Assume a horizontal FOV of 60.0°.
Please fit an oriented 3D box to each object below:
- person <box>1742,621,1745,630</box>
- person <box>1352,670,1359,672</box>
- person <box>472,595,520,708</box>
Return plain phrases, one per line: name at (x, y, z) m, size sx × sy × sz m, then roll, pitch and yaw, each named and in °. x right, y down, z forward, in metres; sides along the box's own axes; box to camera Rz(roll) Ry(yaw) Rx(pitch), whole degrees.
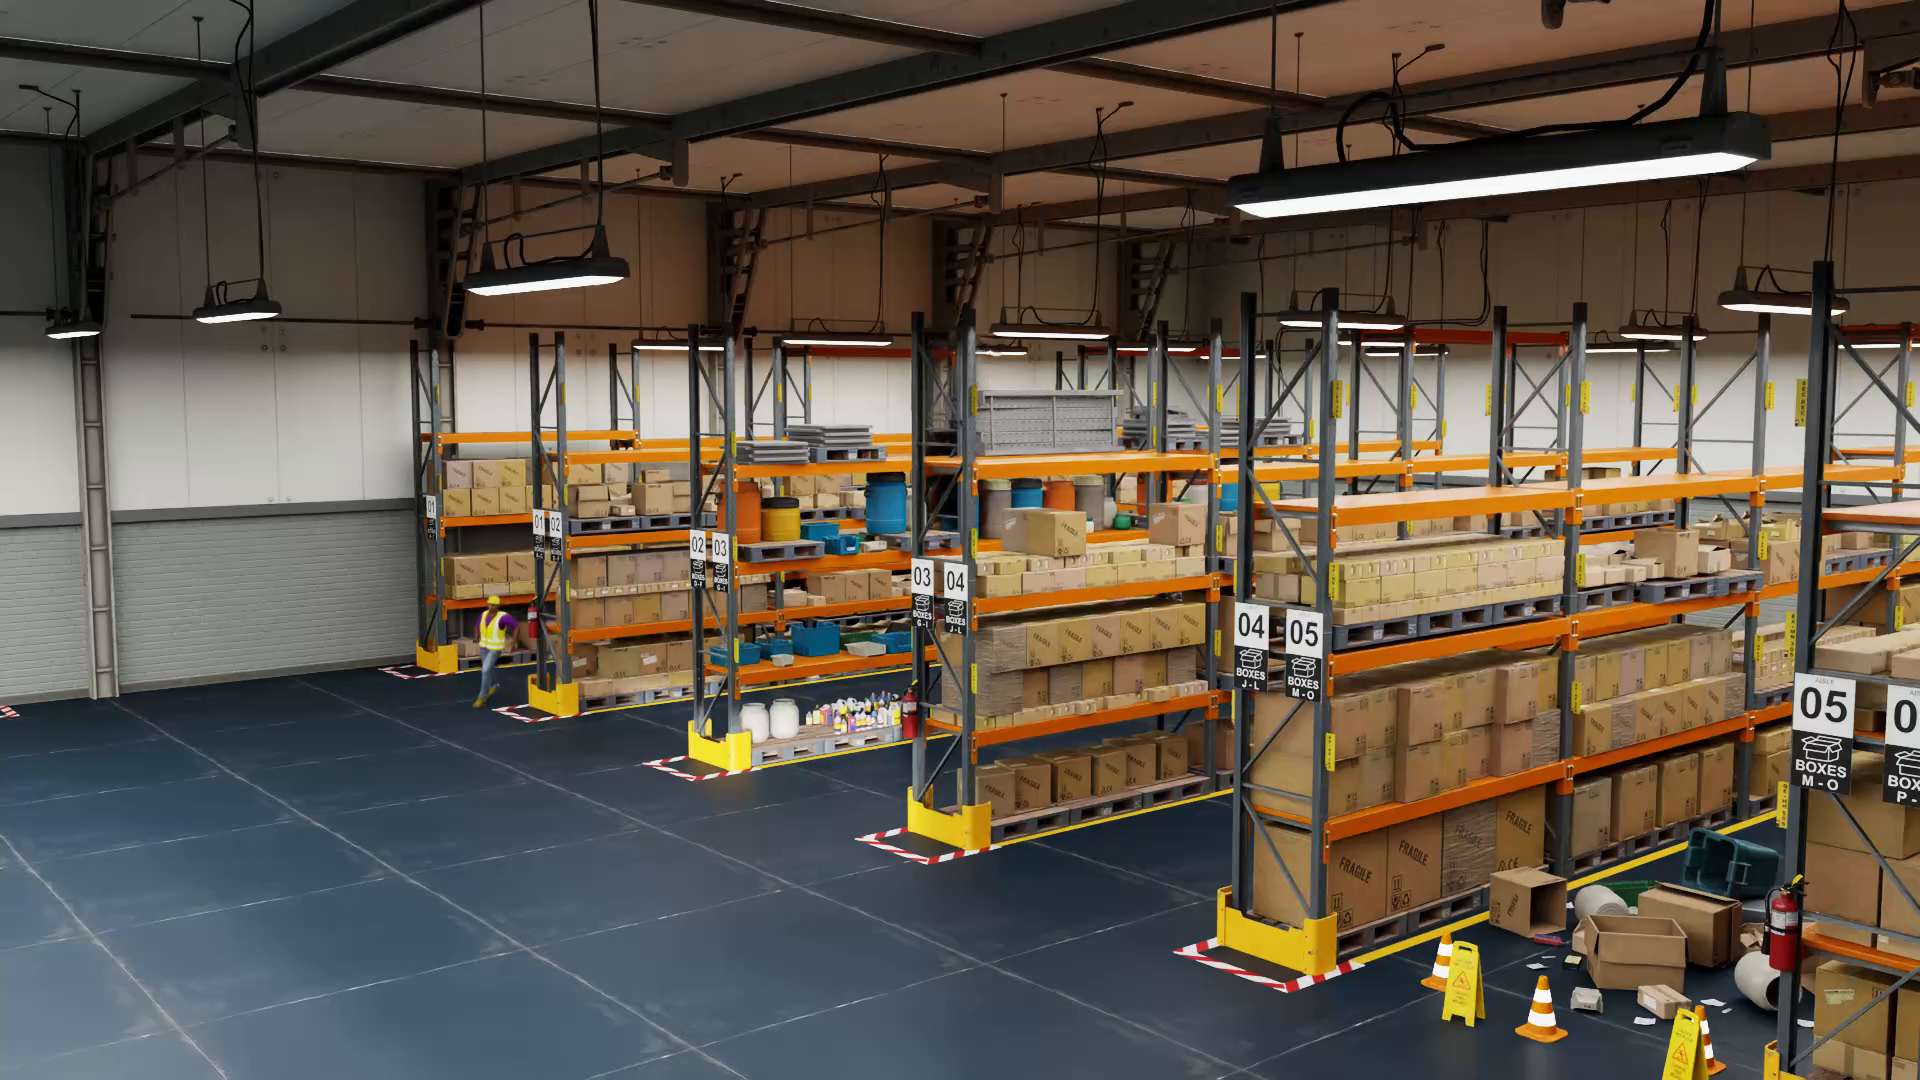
person at (12.010, 2.022, 25.409) m, size 0.653 × 1.628 × 0.496 m, roll -5°, pitch 7°, yaw -42°
person at (4.909, 2.408, 20.332) m, size 0.663 × 1.824 × 0.769 m, roll 5°, pitch 7°, yaw 43°
person at (-7.590, 1.782, 27.049) m, size 0.760 × 1.789 × 0.862 m, roll 2°, pitch 6°, yaw 22°
